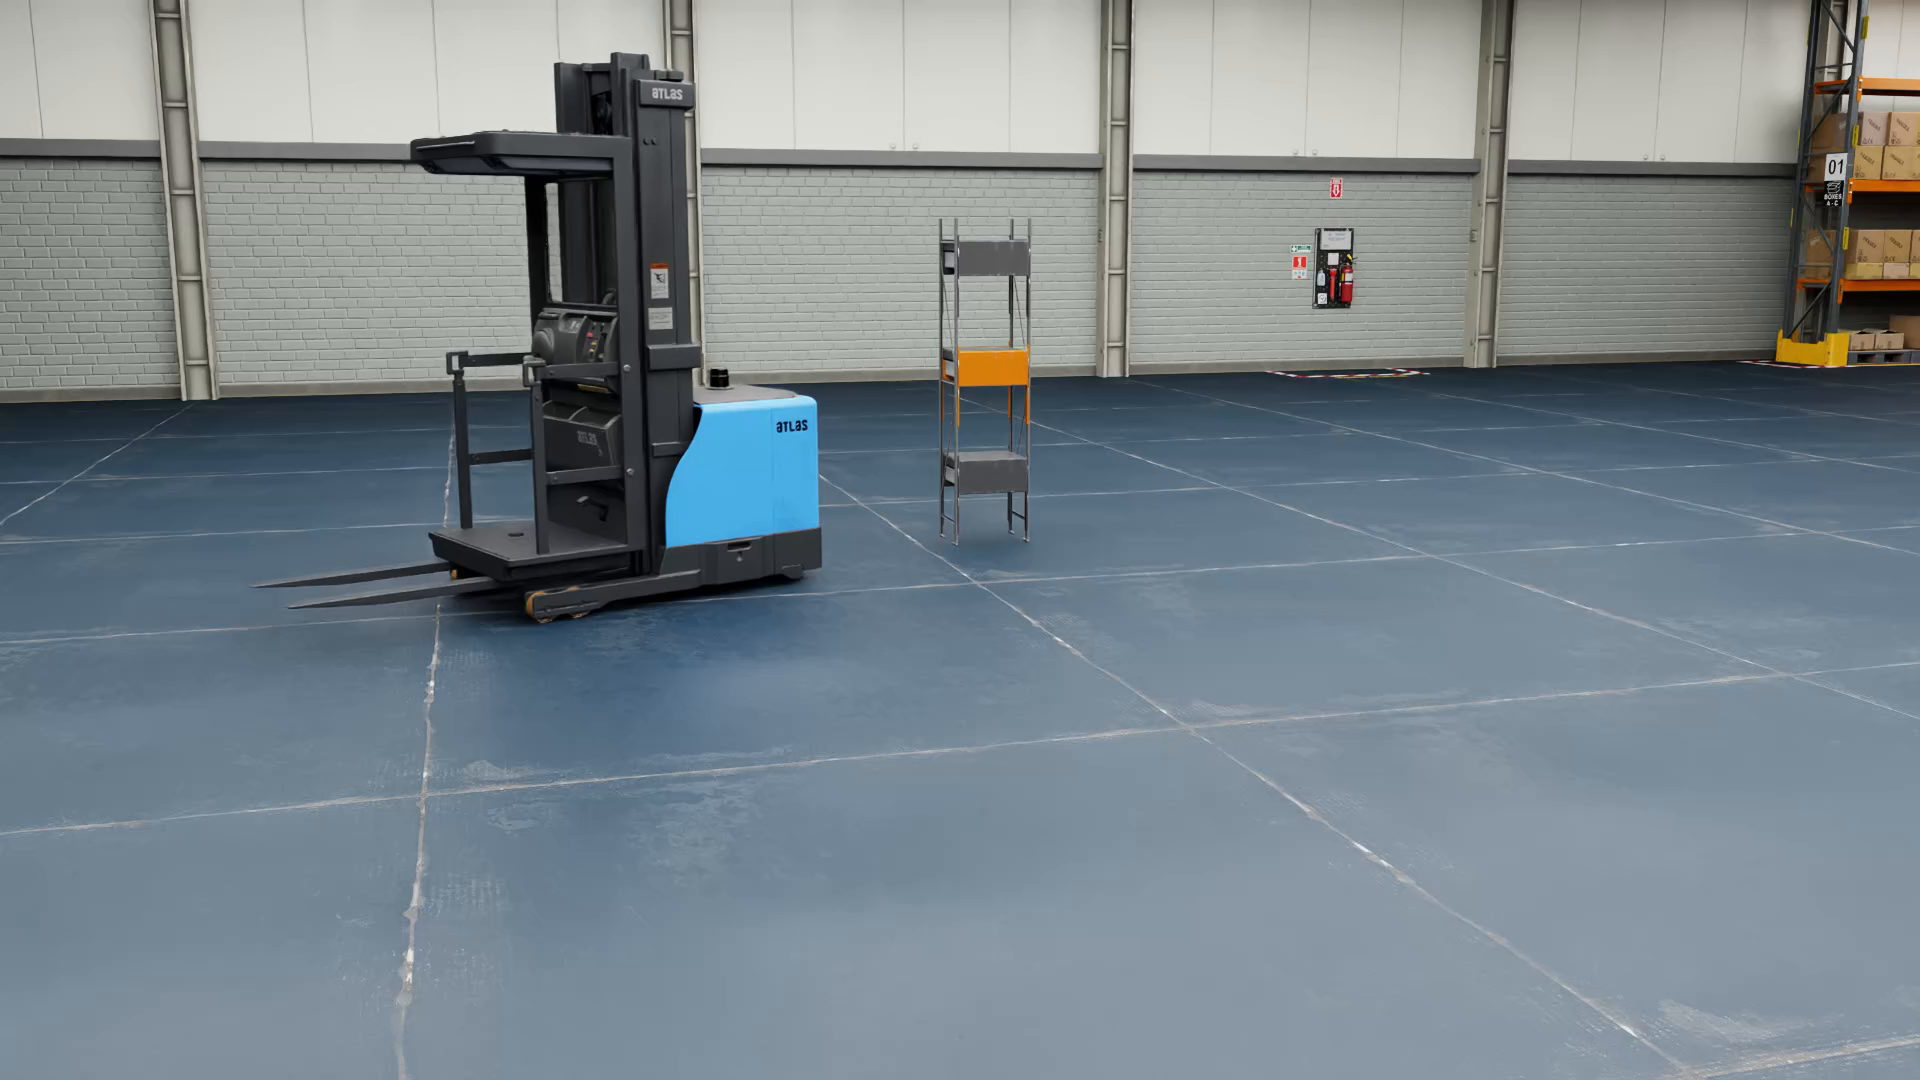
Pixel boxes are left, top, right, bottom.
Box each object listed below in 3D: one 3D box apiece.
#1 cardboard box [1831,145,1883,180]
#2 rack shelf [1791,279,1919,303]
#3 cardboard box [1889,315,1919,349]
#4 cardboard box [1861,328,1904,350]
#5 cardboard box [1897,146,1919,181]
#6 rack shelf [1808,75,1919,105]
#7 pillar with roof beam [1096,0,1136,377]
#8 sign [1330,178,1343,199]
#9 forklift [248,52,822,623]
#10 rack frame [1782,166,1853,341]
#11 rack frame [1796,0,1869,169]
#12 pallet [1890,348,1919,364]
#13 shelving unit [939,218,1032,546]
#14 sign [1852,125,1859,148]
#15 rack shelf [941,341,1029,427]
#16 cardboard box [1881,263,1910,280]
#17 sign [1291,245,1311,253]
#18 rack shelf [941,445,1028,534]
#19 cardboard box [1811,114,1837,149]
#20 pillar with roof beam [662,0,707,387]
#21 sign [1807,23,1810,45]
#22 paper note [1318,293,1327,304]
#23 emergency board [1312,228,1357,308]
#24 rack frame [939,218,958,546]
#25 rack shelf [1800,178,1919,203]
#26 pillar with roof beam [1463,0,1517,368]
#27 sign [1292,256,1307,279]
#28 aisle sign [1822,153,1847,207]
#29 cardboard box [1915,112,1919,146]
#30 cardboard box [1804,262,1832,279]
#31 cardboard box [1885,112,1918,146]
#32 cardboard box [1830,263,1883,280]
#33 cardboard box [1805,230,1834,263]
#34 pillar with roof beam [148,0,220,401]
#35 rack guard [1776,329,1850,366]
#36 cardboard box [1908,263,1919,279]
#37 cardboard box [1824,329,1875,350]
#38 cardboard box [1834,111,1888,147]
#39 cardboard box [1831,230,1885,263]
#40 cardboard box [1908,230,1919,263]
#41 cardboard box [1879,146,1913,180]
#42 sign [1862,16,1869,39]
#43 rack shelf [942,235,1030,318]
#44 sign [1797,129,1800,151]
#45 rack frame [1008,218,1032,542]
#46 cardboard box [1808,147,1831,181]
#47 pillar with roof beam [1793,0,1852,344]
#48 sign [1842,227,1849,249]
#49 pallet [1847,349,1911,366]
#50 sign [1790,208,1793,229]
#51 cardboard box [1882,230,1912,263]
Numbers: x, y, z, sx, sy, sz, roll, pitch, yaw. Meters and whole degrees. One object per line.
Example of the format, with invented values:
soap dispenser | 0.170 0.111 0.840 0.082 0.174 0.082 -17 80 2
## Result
cardboard box | 13.659 -5.748 25.366 0.500 0.500 0.500 -3 11 -14
rack shelf | 15.188 -3.987 26.407 4.000 0.370 1.077 -3 11 -16
cardboard box | 15.223 -3.304 26.395 0.500 0.500 0.700 -4 11 -20
cardboard box | 14.505 -3.182 26.258 0.500 0.311 0.500 -2 11 -11
cardboard box | 14.682 -5.796 25.626 0.500 0.500 0.500 -2 11 -13
rack shelf | 15.188 -6.936 25.865 4.000 0.370 1.077 -3 11 -16
pillar with roof beam | 3.380 -6.020 18.895 0.400 9.000 9.100 -3 11 -16
sign | 5.518 -5.161 24.391 0.199 0.298 0.001 -3 11 -16
forklift | -2.278 -1.115 9.008 3.031 2.935 1.130 -8 13 -38
rack frame | 13.268 -4.240 25.792 0.127 3.000 1.000 -3 11 -16
rack frame | 13.268 -7.190 25.249 0.127 3.000 1.000 -3 11 -16
pallet | 15.300 -2.968 26.588 1.213 0.211 1.003 -3 11 -16
shelving unit | 0.159 -1.041 10.902 0.503 2.100 0.431 -3 11 -16
sign | 13.420 -6.051 24.929 0.005 0.325 0.100 -3 11 -16
rack shelf | 0.159 -1.028 10.904 0.480 0.518 0.431 -3 11 -16
cardboard box | 14.320 -4.174 25.795 0.500 0.250 0.500 -3 11 -18
sign | 5.001 -4.270 24.396 0.331 0.109 0.001 -3 11 -16
rack shelf | 0.159 -0.339 11.031 0.480 0.518 0.431 -3 11 -16
cardboard box | 13.609 -6.333 25.785 0.500 0.500 0.500 -3 11 -13
pillar with roof beam | -2.381 -5.717 17.246 0.400 9.000 9.100 -3 11 -16
sign | 13.132 -7.825 25.680 0.005 0.325 0.100 -3 11 -16
paper note | 5.365 -3.573 24.605 0.142 0.148 0.016 -3 11 -16
emergency board | 5.554 -4.004 24.509 0.643 1.169 0.194 -3 11 -16
rack frame | -0.075 -1.029 10.835 0.015 2.100 0.400 -3 11 -16
rack shelf | 15.188 -5.462 26.136 4.000 0.370 1.077 -3 11 -16
pillar with roof beam | 9.141 -6.324 20.544 0.400 9.000 9.100 -3 11 -16
sign | 4.994 -4.011 24.451 0.234 0.329 0.001 -3 11 -16
aisle sign | 13.283 -5.463 25.254 0.004 0.787 0.394 -3 11 -16
cardboard box | 14.690 -6.288 25.538 0.500 0.500 0.500 -3 11 -14
cardboard box | 13.662 -4.233 26.116 0.500 0.250 0.500 -3 11 -15
cardboard box | 14.201 -6.260 25.386 0.500 0.500 0.500 -3 11 -17
cardboard box | 13.825 -4.145 25.639 0.500 0.250 0.500 -3 11 -18
cardboard box | 13.661 -4.606 26.067 0.500 0.500 0.500 -3 11 -17
pillar with roof beam | -8.142 -5.413 15.596 0.400 9.000 9.100 -3 11 -16
rack guard | 13.341 -3.014 26.040 0.348 0.500 1.175 -3 11 -16
cardboard box | 14.810 -4.199 25.929 0.500 0.250 0.500 -3 11 -17
cardboard box | 13.957 -3.153 26.101 0.500 0.311 0.500 -4 11 -22
cardboard box | 13.706 -6.243 25.296 0.500 0.500 0.500 -4 11 -20
cardboard box | 13.810 -4.517 25.584 0.500 0.500 0.500 -3 11 -16
cardboard box | 14.785 -4.565 25.846 0.500 0.500 0.500 -3 11 -18
cardboard box | 14.184 -5.769 25.480 0.500 0.500 0.500 -2 11 -12
sign | 13.419 -7.594 24.645 0.005 0.325 0.100 -3 11 -16
rack shelf | 0.159 -1.716 10.778 0.480 0.518 0.431 -3 11 -16
sign | 13.132 -6.248 25.970 0.005 0.325 0.100 -3 11 -16
rack frame | 0.393 -1.053 10.969 0.015 2.100 0.400 -3 11 -16
cardboard box | 13.598 -5.839 25.864 0.500 0.500 0.500 -2 11 -12
pillar with roof beam | 14.901 -6.628 22.193 0.400 9.000 9.100 -3 11 -16
sign | 13.420 -4.571 25.202 0.005 0.325 0.100 -3 11 -16
pallet | 14.131 -2.907 26.256 1.213 0.211 1.003 -3 11 -16
sign | 13.132 -5.062 26.189 0.005 0.325 0.100 -3 11 -16
cardboard box | 14.287 -4.540 25.710 0.500 0.500 0.500 -3 11 -16
